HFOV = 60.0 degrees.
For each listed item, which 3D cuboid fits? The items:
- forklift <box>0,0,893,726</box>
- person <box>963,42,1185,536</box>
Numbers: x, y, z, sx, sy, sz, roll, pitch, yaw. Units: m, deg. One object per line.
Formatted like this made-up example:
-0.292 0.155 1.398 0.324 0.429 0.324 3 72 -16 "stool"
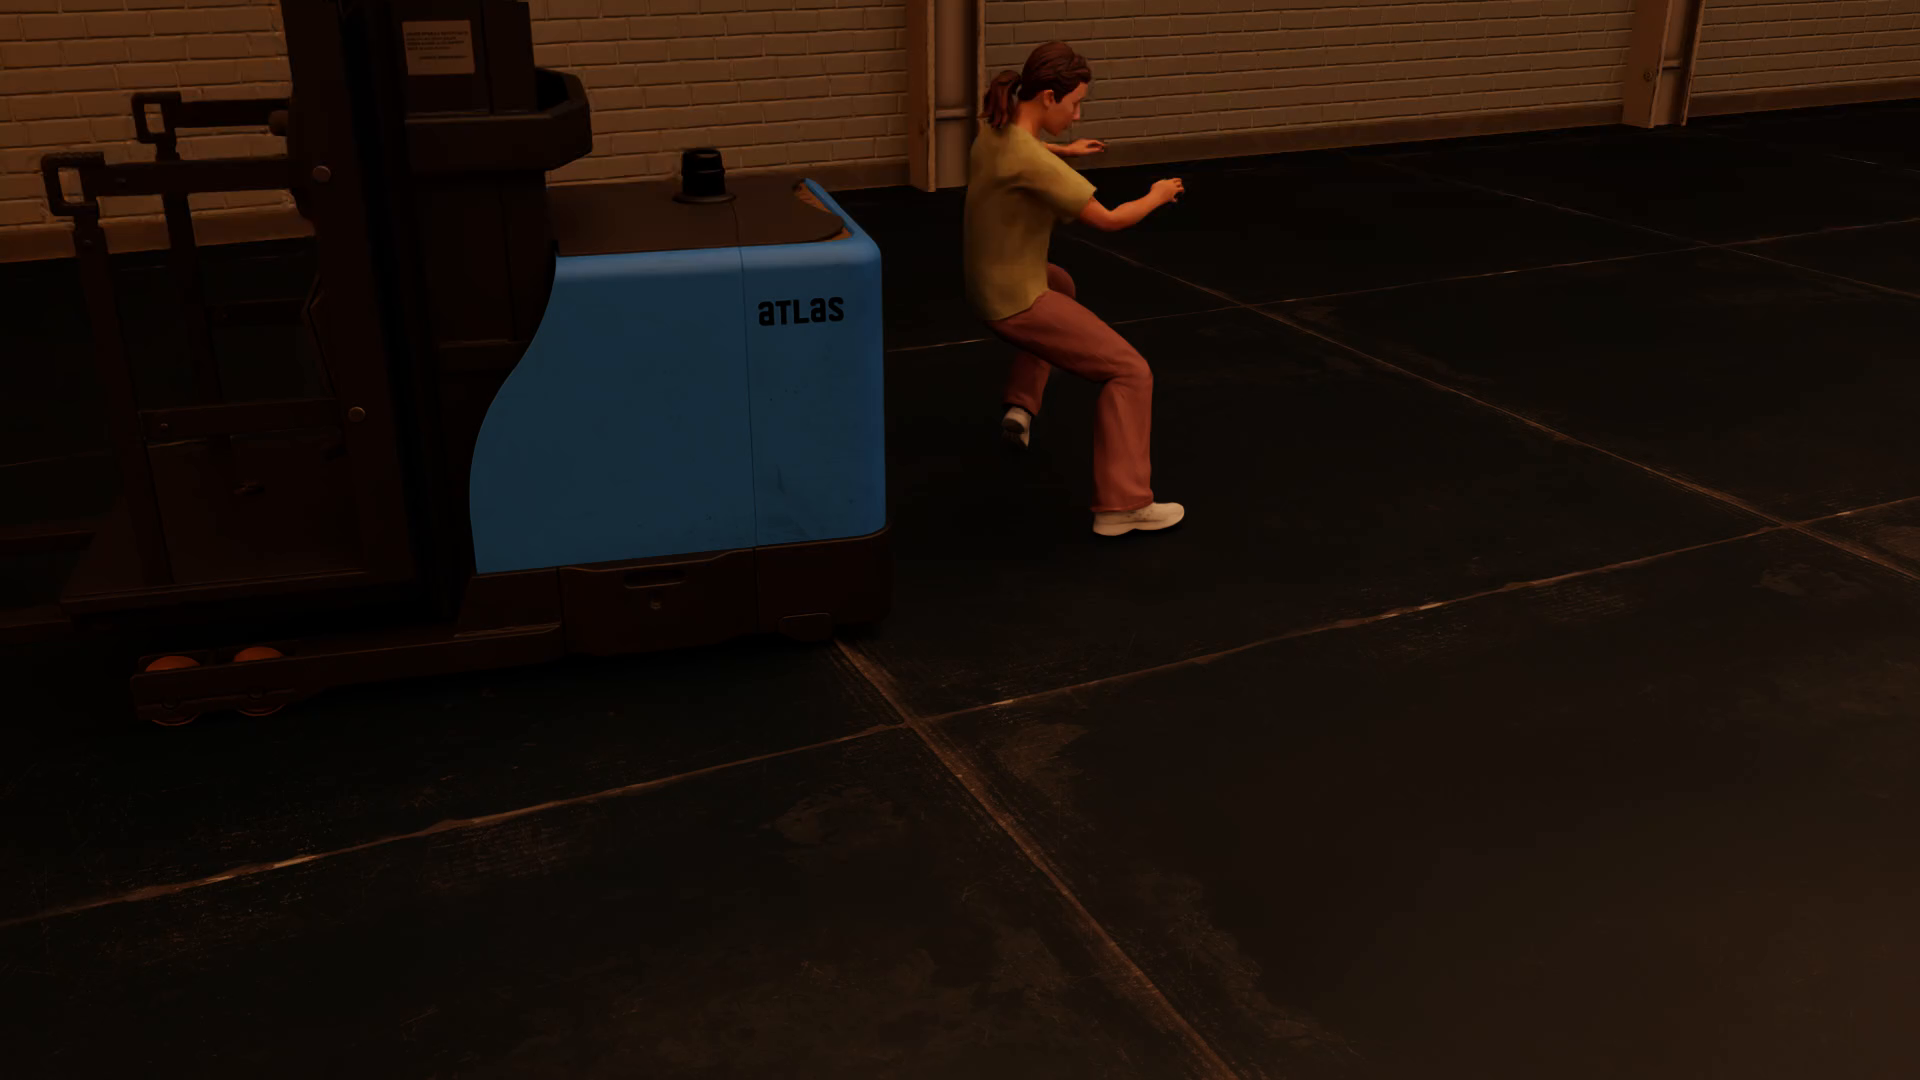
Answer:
-1.757 -1.127 4.000 3.031 2.935 1.130 -6 23 -13 "forklift"
0.354 -0.838 5.255 0.669 1.430 0.958 -6 23 -13 "person"
